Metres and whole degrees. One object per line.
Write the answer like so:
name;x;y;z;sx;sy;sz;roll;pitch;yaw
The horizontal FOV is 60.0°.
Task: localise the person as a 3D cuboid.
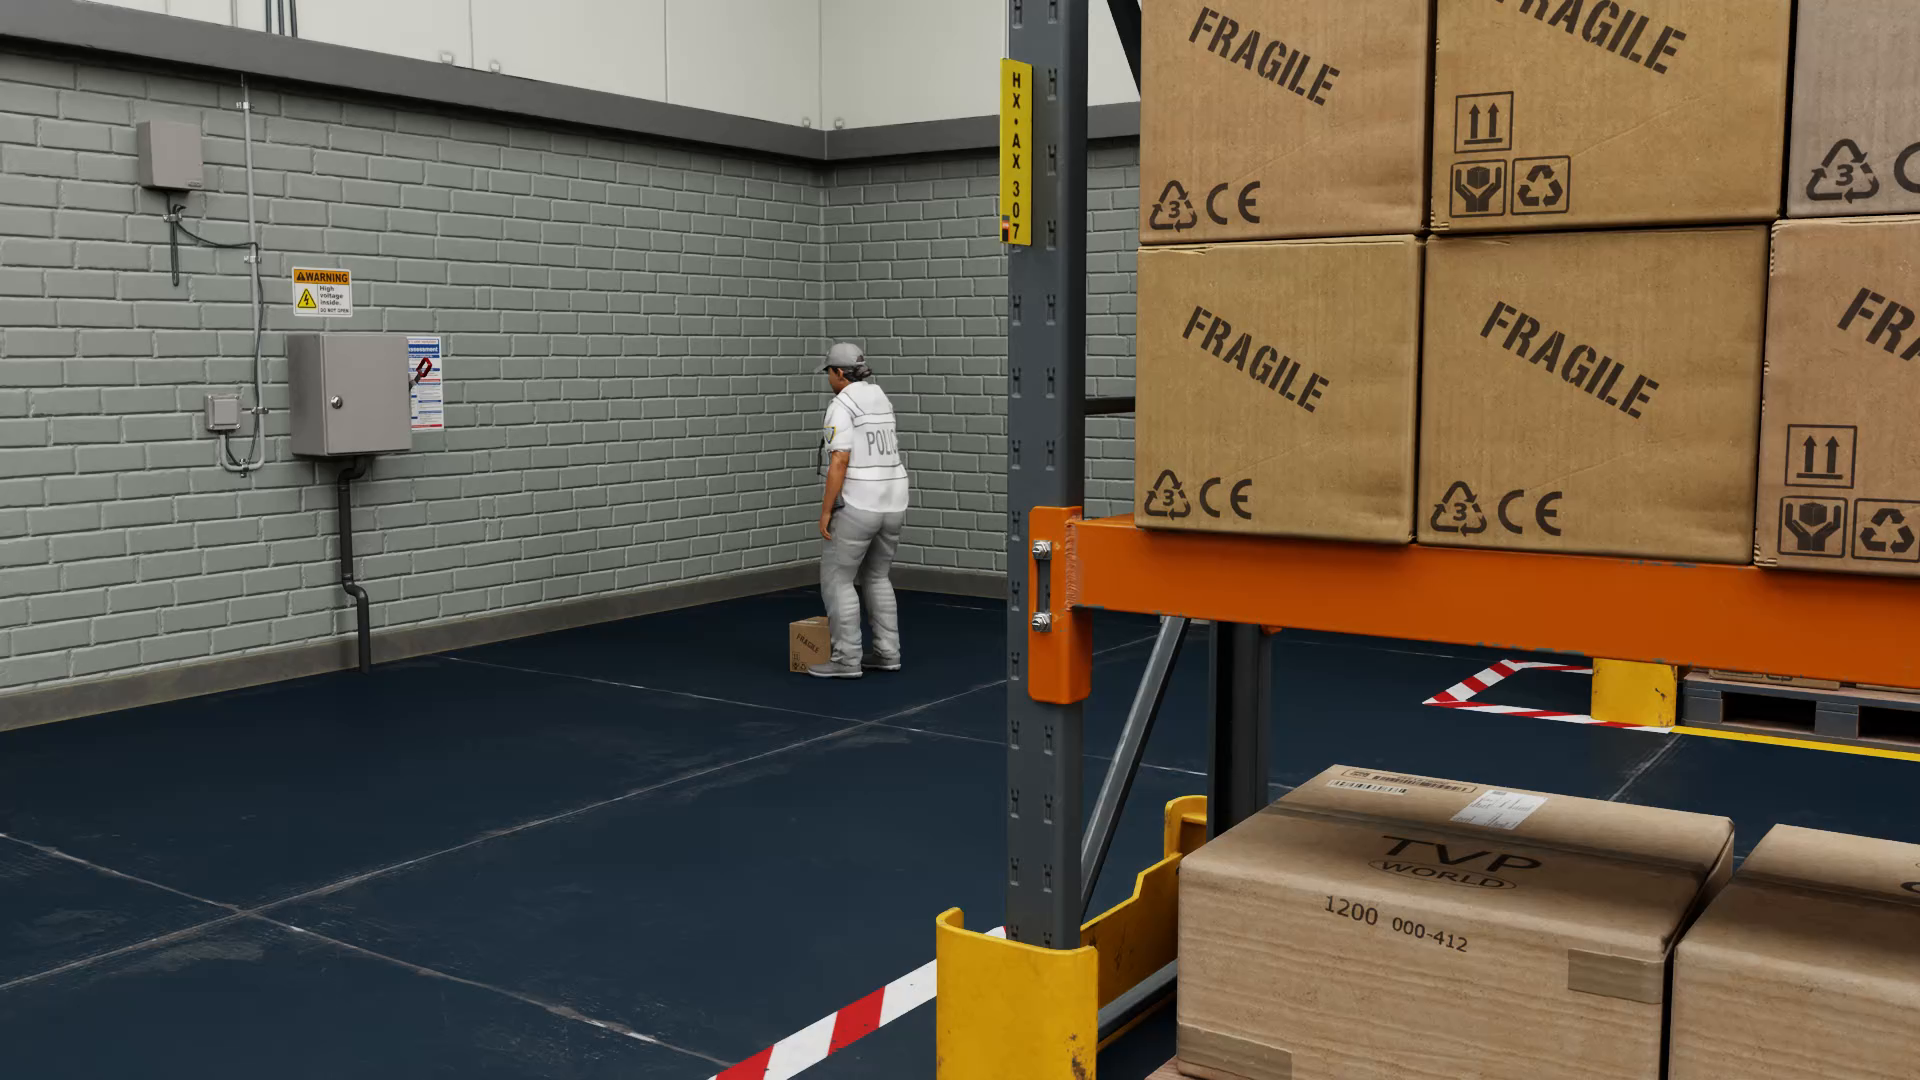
person;-0.510;-0.149;8.305;0.465;1.666;0.538;4;8;34
